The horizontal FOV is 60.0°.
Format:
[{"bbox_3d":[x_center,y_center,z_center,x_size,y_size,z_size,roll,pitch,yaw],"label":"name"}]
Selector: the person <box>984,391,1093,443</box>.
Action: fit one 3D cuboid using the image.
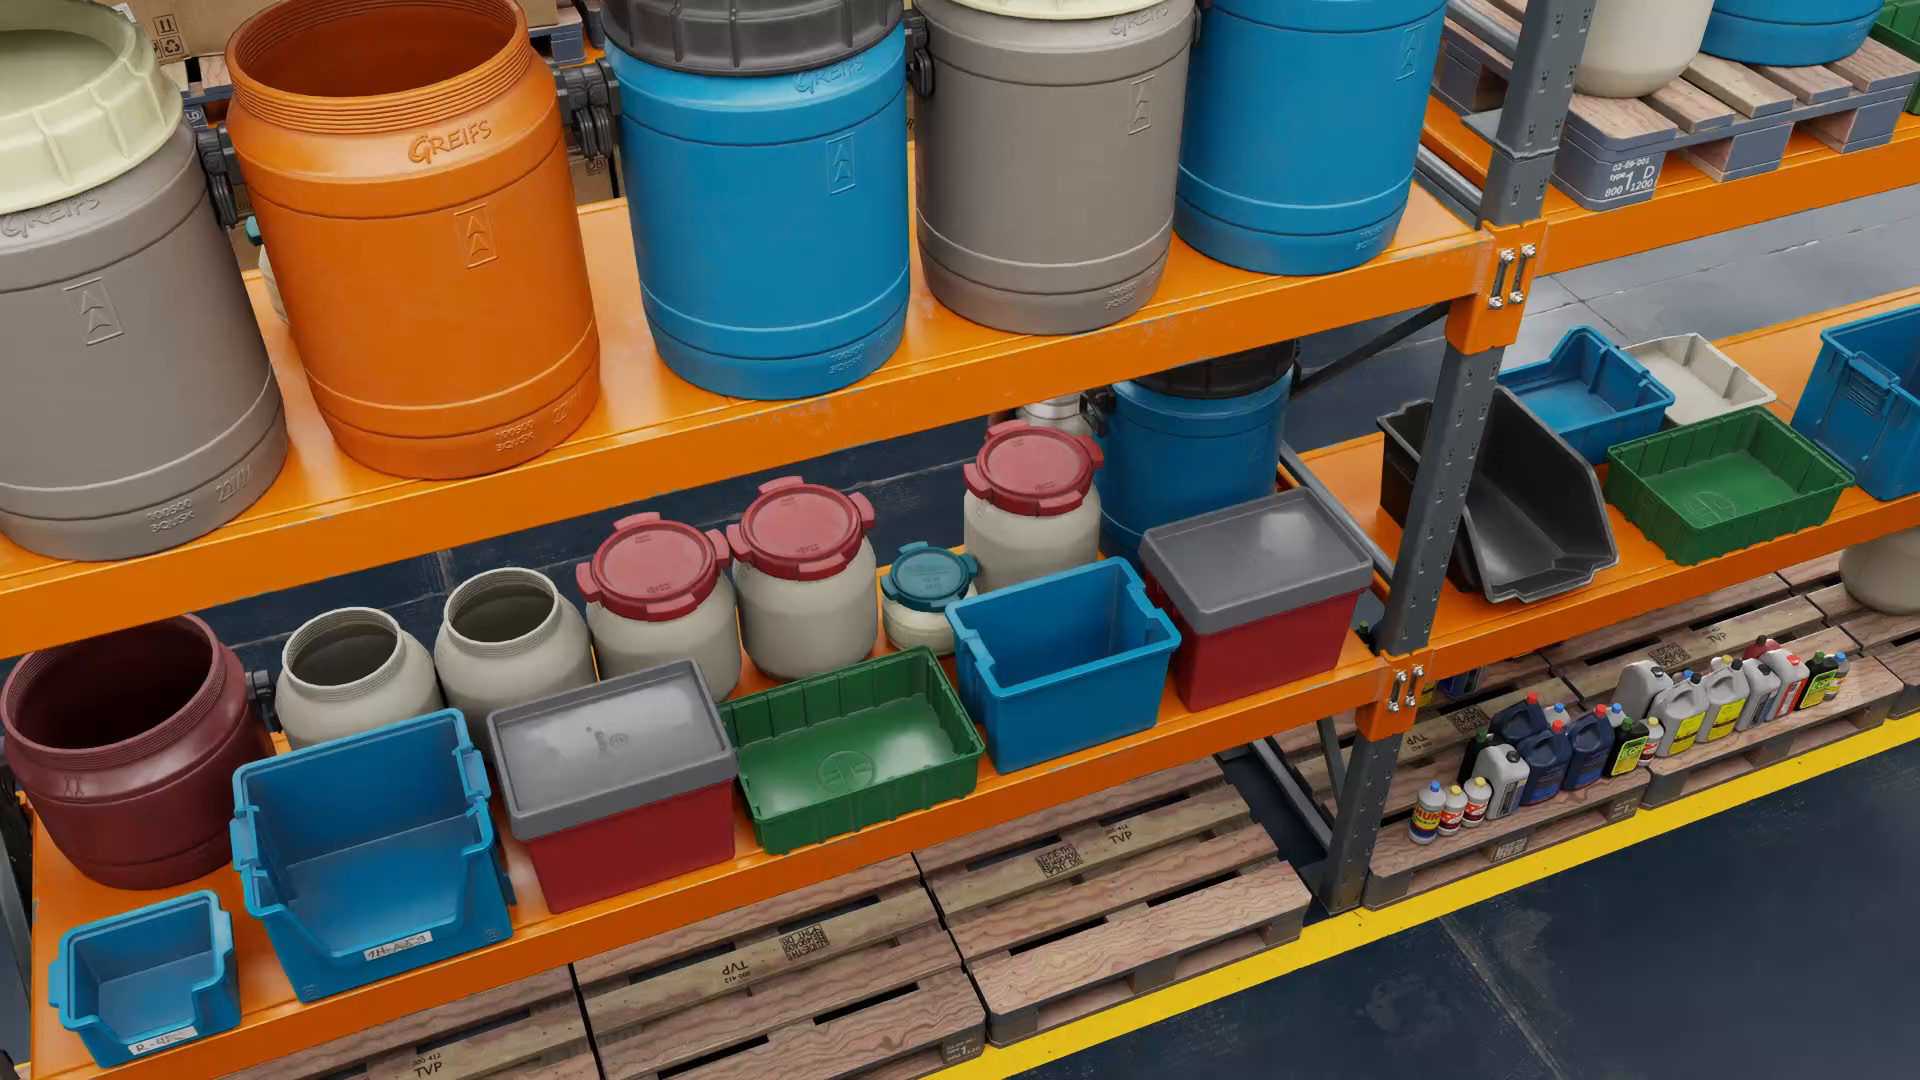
[{"bbox_3d":[0.385,-0.511,6.730,0.606,1.749,0.441,-18,44,-19],"label":"person"}]
